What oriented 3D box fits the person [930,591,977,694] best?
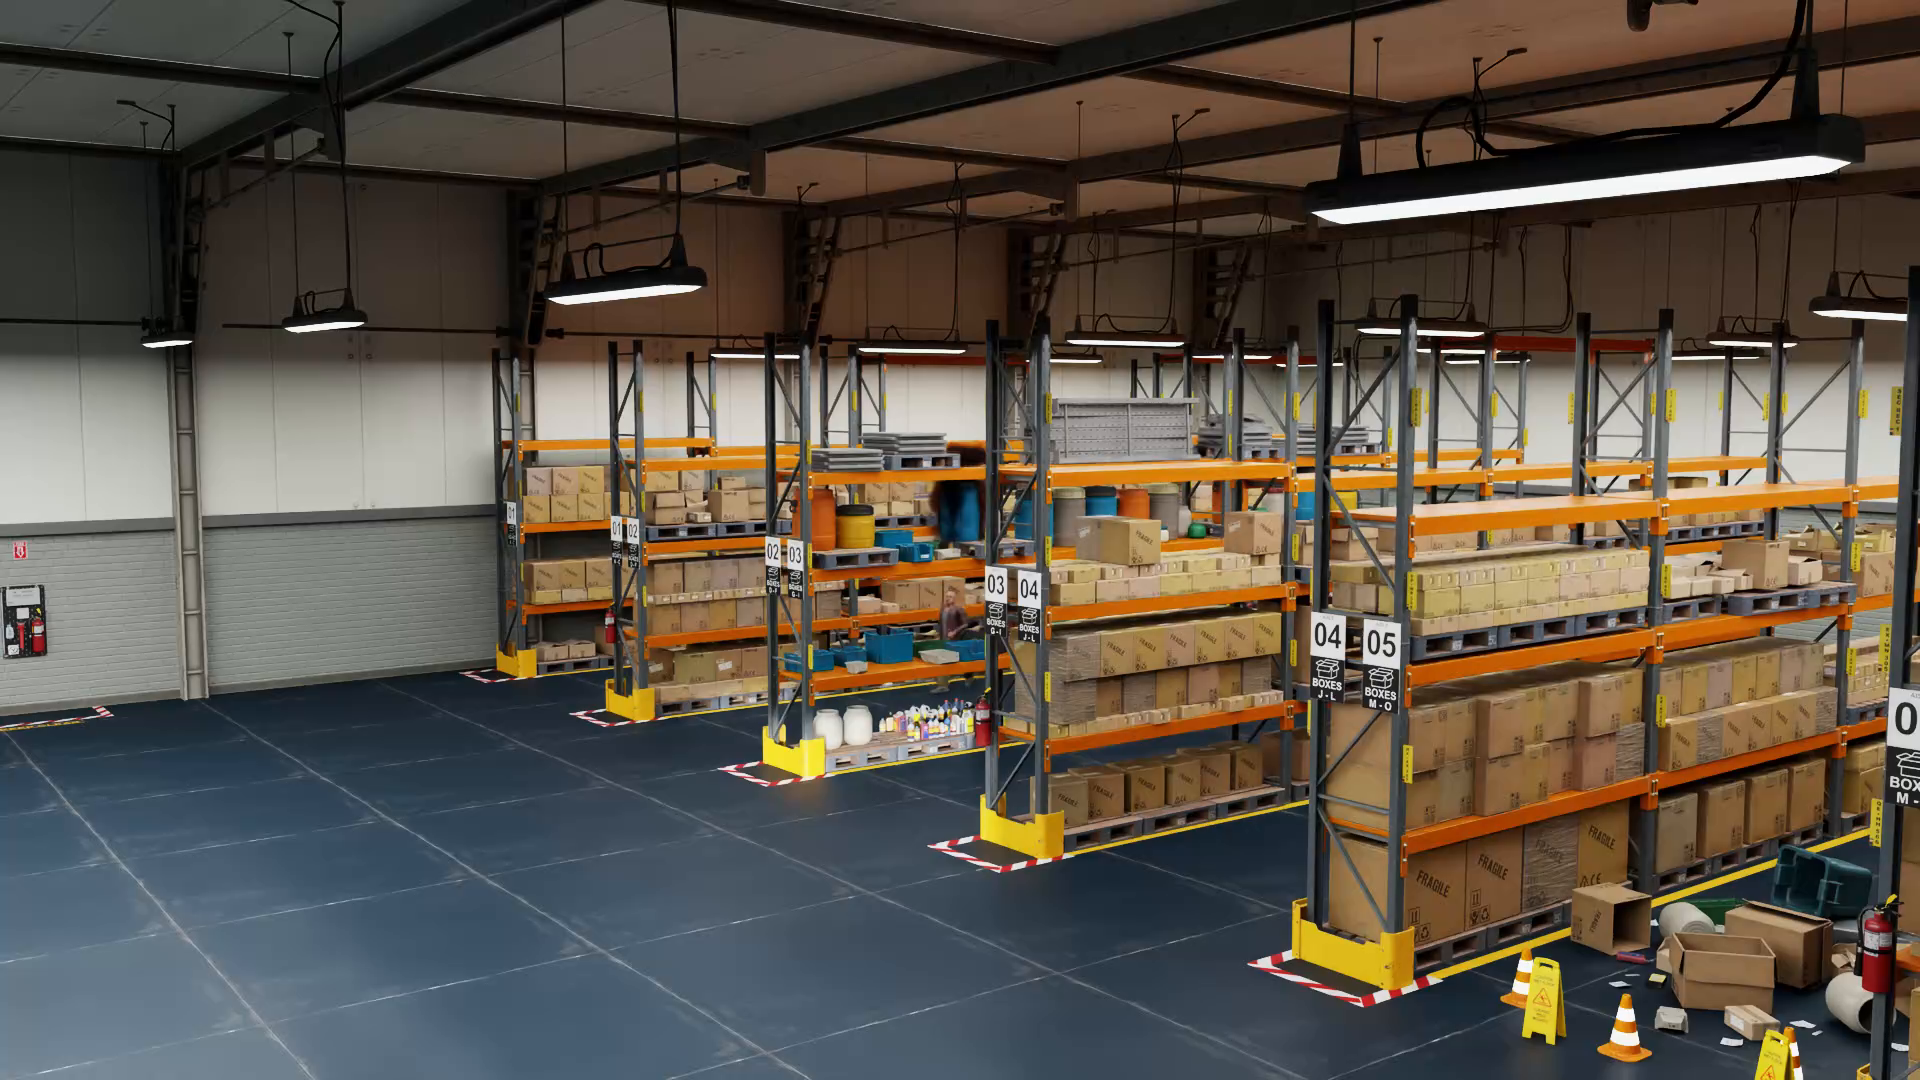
[{"bbox_3d":[-0.173,1.752,28.738,0.899,1.756,0.703,-3,6,-34],"label":"person"}]
